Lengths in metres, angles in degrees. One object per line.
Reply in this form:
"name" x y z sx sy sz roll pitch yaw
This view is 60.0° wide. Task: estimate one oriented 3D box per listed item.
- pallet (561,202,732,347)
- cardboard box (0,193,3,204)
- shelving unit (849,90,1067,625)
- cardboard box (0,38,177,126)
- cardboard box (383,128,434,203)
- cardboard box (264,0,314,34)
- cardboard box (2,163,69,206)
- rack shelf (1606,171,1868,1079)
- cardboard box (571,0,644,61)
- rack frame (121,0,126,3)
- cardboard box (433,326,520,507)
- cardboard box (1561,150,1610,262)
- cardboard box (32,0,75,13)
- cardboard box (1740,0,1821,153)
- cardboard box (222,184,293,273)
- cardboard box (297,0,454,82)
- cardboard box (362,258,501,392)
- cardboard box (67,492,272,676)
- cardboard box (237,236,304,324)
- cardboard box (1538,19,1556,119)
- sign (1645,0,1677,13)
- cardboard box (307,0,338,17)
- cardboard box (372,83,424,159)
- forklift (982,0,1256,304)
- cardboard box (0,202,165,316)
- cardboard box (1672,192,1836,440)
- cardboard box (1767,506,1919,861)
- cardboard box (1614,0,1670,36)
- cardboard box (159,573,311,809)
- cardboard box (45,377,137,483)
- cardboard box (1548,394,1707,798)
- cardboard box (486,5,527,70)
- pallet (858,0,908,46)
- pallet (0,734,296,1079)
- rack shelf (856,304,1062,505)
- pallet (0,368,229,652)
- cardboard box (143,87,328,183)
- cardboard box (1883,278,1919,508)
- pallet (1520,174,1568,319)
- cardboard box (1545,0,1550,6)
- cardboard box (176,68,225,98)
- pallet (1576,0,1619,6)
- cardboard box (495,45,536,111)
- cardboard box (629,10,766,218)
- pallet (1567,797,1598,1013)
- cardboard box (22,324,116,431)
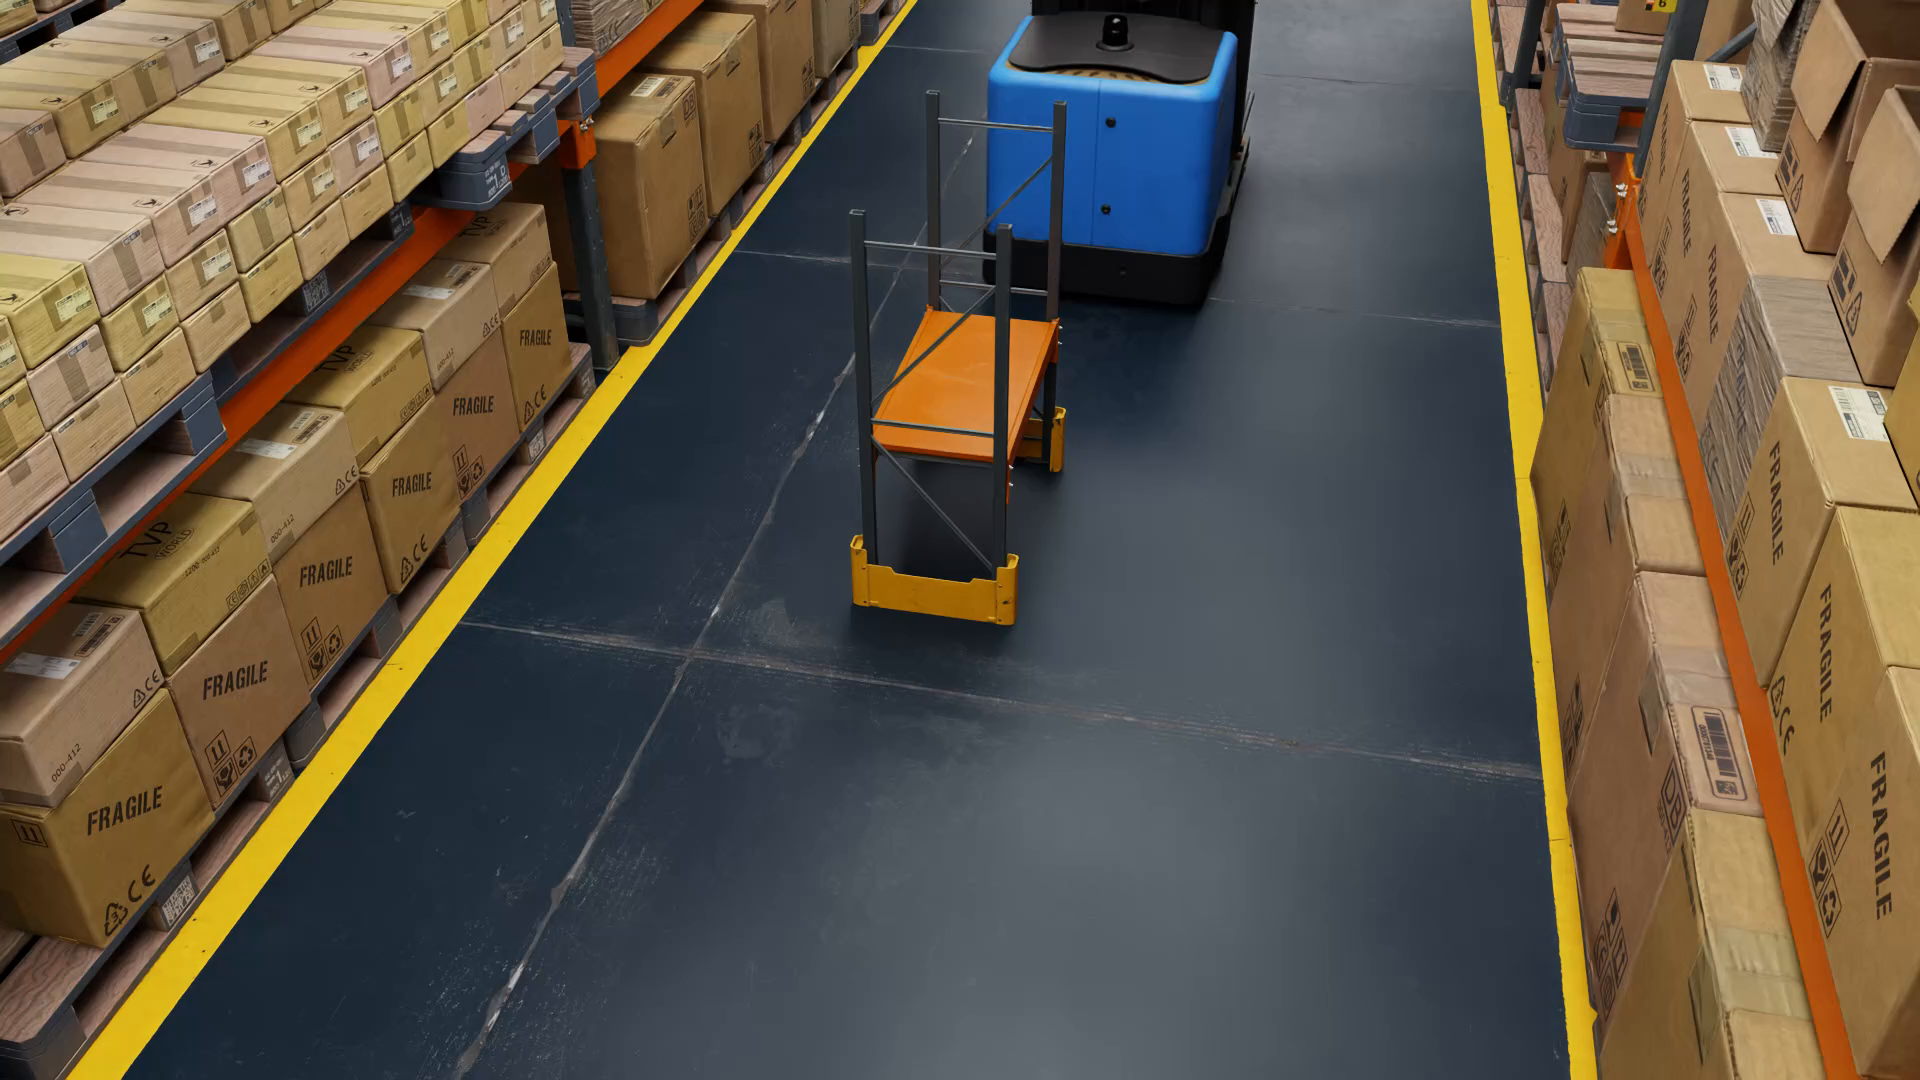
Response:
"pallet" -1.760 -1.352 7.936 1.003 0.211 1.213 7 37 10
"cardboard box" -2.736 -0.902 4.288 0.380 0.149 0.250 6 36 8
"shelving unit" 0.016 -0.651 5.870 0.587 1.500 1.083 7 37 10
"cardboard box" -2.569 -1.353 4.911 0.380 0.149 0.250 8 37 11
"cardboard box" -1.881 -1.180 5.178 0.380 0.149 0.250 6 36 8
"cardboard box" -2.402 -1.813 5.544 0.380 0.149 0.250 7 37 10
"cardboard box" -2.687 -0.943 4.598 0.380 0.149 0.250 7 37 10
"rack shelf" 2.394 0.079 4.198 1.077 0.370 4.000 7 37 10
"cardboard box" -1.643 -2.303 6.786 0.500 0.500 0.500 8 37 10
"rack frame" -6.005 -4.894 10.447 1.000 3.000 0.127 7 37 10
"cardboard box" -2.002 -0.489 6.141 0.500 0.500 0.500 9 37 12
"cardboard box" 3.166 -1.557 7.598 0.700 0.500 0.500 10 37 14
"cardboard box" -6.115 -3.699 10.680 0.950 0.372 0.625 8 37 11
"cardboard box" 2.650 -1.389 4.670 0.797 0.503 0.637 9 37 12
"cardboard box" -2.048 -0.855 4.477 0.380 0.149 0.250 7 36 9
"cardboard box" -1.824 -1.562 5.198 0.380 0.149 0.250 8 37 11
"cardboard box" -1.989 -0.784 5.909 0.500 0.250 0.500 8 37 11
"cardboard box" -2.329 0.097 4.693 0.500 0.250 0.500 8 37 11
"cardboard box" -2.049 -0.731 4.559 0.380 0.149 0.250 7 36 9
"cardboard box" 3.524 -2.469 8.856 0.700 0.500 0.500 5 36 6
"sign" 2.290 -1.858 5.339 0.100 0.325 0.005 7 37 10
"cardboard box" -2.358 -1.820 5.807 0.380 0.149 0.250 9 37 12
"cardboard box" -1.881 -1.297 5.086 0.380 0.149 0.250 7 37 10
"forklift" 0.953 -3.131 8.073 1.130 2.935 3.031 8 37 11
"cardboard box" -2.157 -0.673 3.972 0.380 0.149 0.250 7 36 9
"cardboard box" 2.238 -0.565 4.388 0.500 0.500 0.500 7 36 9
"cardboard box" 1.913 0.309 3.183 0.500 0.500 0.500 8 37 11
"cardboard box" 2.919 -2.217 6.309 0.700 0.500 0.500 13 38 17
"cardboard box" -2.328 0.403 4.910 0.500 0.500 0.500 9 37 12
"cardboard box" -2.212 -0.284 3.943 0.380 0.149 0.250 8 37 10
"cardboard box" 2.456 0.234 4.823 1.225 0.875 0.875 7 37 10
"cardboard box" -1.718 -1.734 5.689 0.380 0.149 0.250 9 37 12
"pallet" -0.909 -3.629 11.077 1.003 0.211 1.213 7 37 10
"pallet" -2.692 0.937 4.777 1.003 0.211 1.213 7 37 10
"rack shelf" 0.018 -0.511 5.983 0.538 0.185 1.000 7 37 10
"pallet" -2.551 -0.088 3.978 1.003 0.211 1.213 7 37 10
"cardboard box" -1.994 -1.119 4.588 0.380 0.149 0.250 8 37 11
"cardboard box" 2.254 -0.272 3.129 0.797 0.503 0.637 8 37 10
"pallet" 3.253 -1.375 7.967 1.003 0.211 1.213 7 37 10
"cardboard box" 3.971 -3.730 10.612 0.500 0.500 0.500 4 36 6
"cardboard box" -2.519 -1.379 5.199 0.380 0.149 0.250 7 37 10
"pallet" 3.204 -2.421 7.198 1.003 0.211 1.213 7 37 10
"cardboard box" -1.713 -1.624 5.791 0.380 0.149 0.250 7 37 10
"cardboard box" -1.601 -2.137 8.202 1.050 0.750 0.750 8 37 11
"pallet" 2.317 0.910 4.815 1.003 0.211 1.213 7 37 10
"cardboard box" -2.215 -0.399 3.848 0.380 0.149 0.250 8 37 11
